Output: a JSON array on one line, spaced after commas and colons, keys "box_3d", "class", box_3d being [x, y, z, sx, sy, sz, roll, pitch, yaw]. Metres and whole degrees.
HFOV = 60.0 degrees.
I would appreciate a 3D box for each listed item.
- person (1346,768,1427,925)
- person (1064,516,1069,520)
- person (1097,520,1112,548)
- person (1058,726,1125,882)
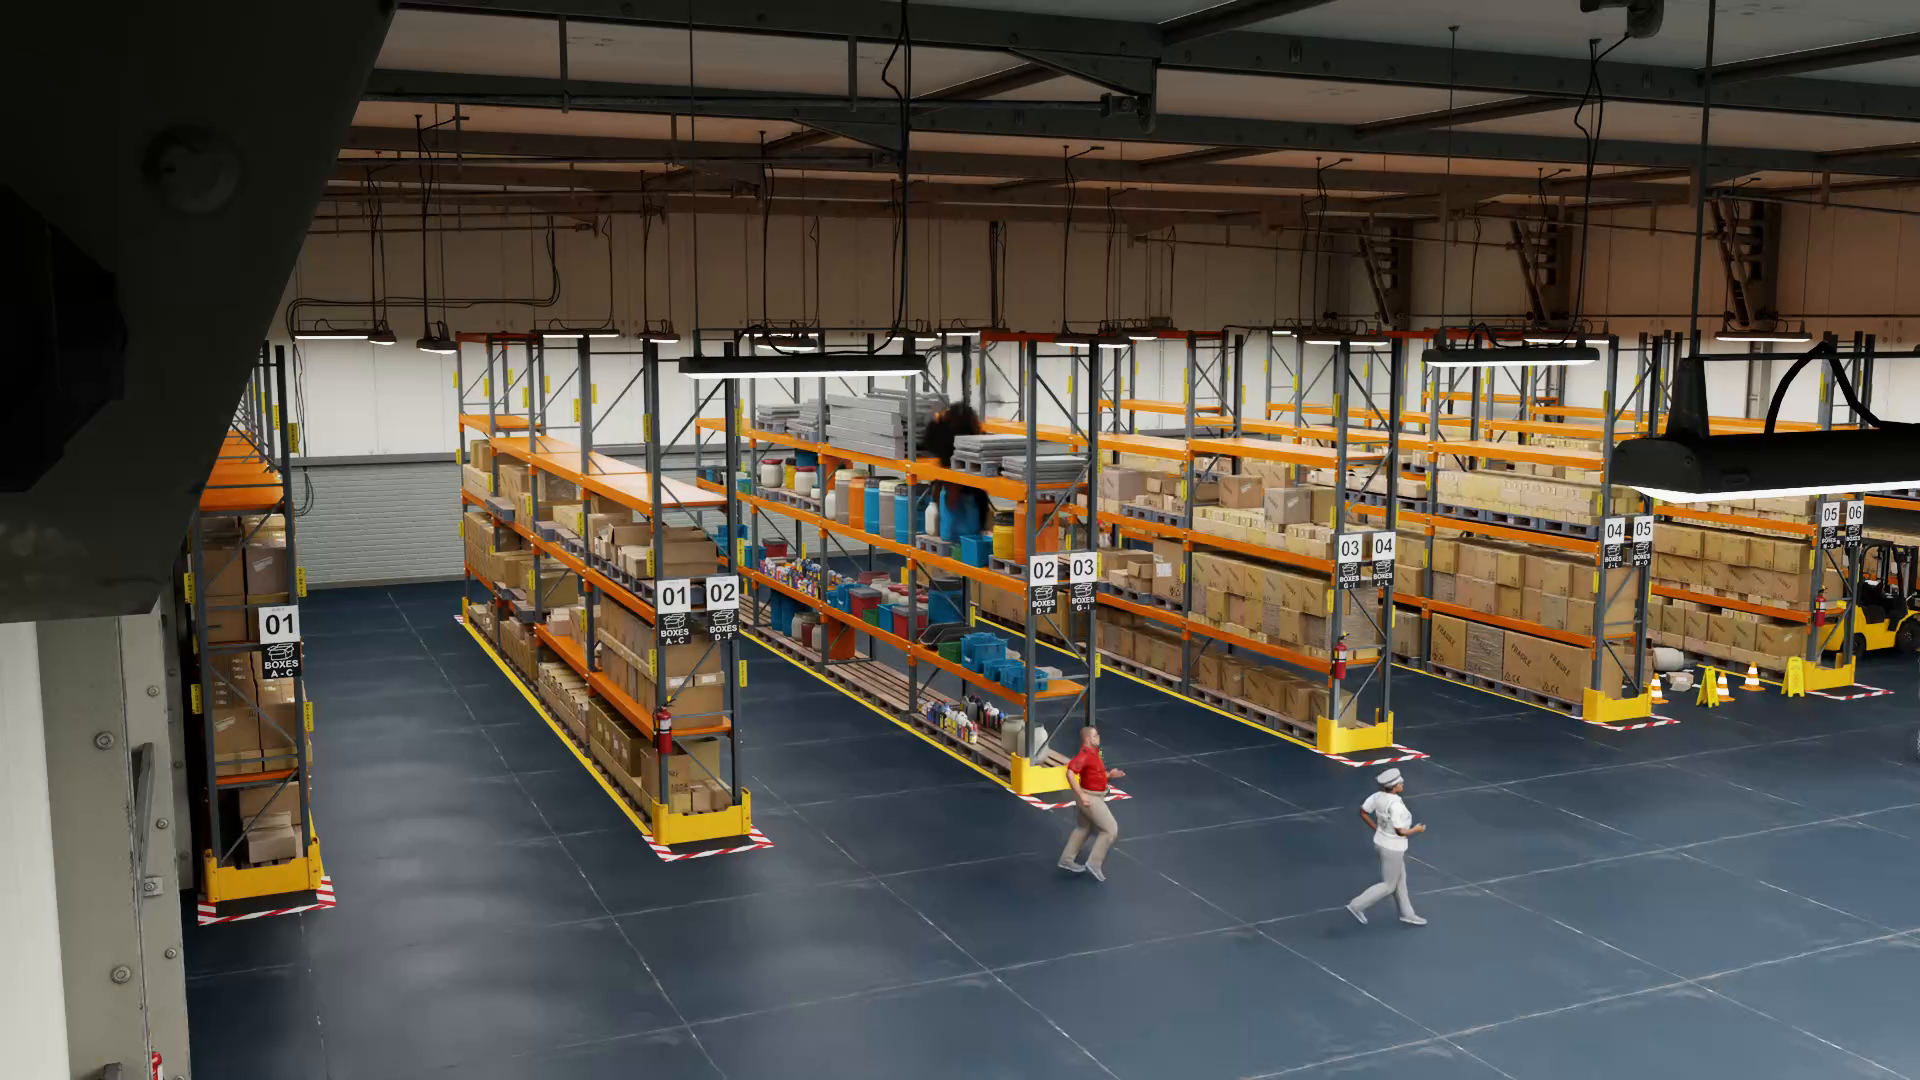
[{"box_3d": [4.417, 3.180, 17.124, 0.923, 1.699, 0.579, -1, 8, -10], "class": "person"}, {"box_3d": [2.437, 0.252, 39.241, 0.644, 1.638, 0.705, -1, 8, -8], "class": "person"}, {"box_3d": [3.178, 0.384, 37.778, 0.666, 1.741, 0.629, -4, 9, -27], "class": "person"}, {"box_3d": [1.481, 2.975, 18.755, 0.744, 1.774, 0.635, 0, 8, 0], "class": "person"}]
